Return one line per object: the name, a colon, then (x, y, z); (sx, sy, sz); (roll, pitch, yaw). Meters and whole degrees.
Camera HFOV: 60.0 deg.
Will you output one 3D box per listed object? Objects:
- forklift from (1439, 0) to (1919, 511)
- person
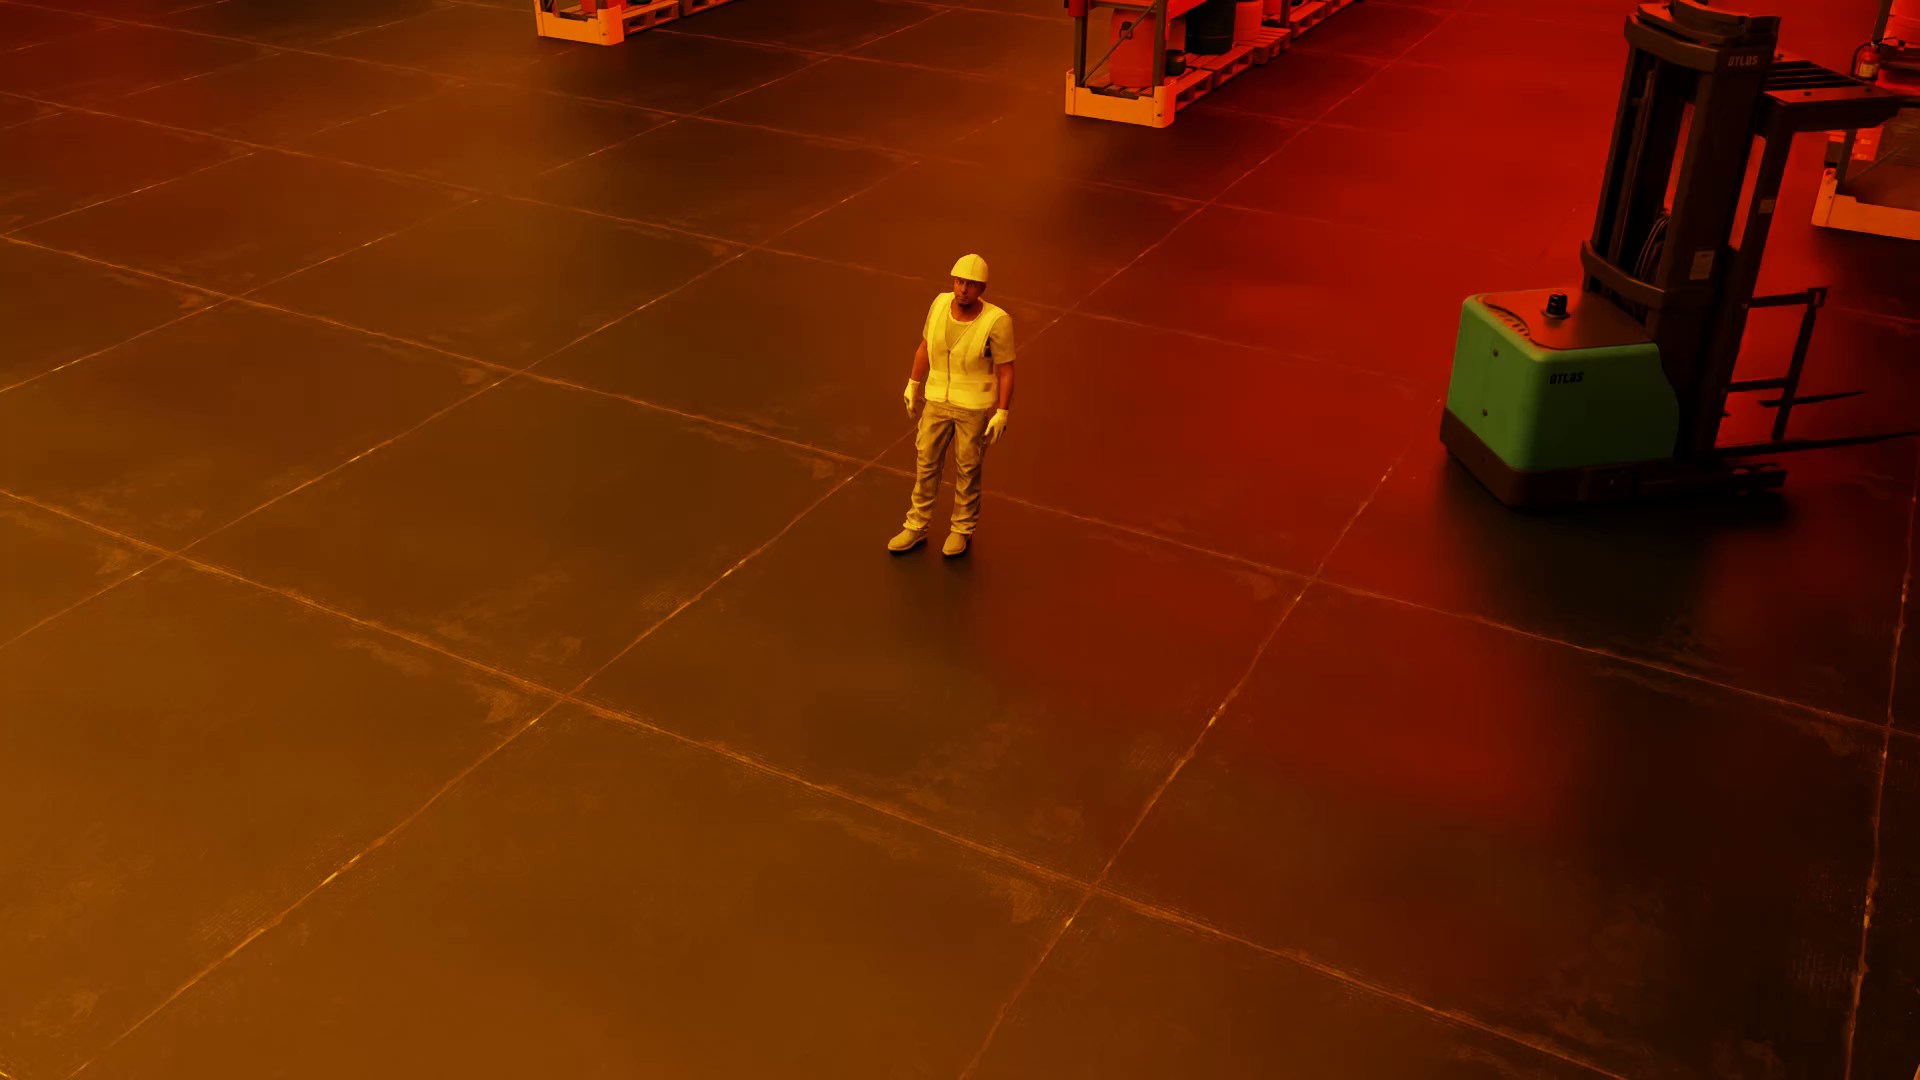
forklift: (4.742, -1.807, 10.202); (3.031, 2.935, 1.130); (-6, 30, -10)
person: (-0.042, -0.748, 9.502); (0.656, 1.784, 0.575); (15, 33, 25)
